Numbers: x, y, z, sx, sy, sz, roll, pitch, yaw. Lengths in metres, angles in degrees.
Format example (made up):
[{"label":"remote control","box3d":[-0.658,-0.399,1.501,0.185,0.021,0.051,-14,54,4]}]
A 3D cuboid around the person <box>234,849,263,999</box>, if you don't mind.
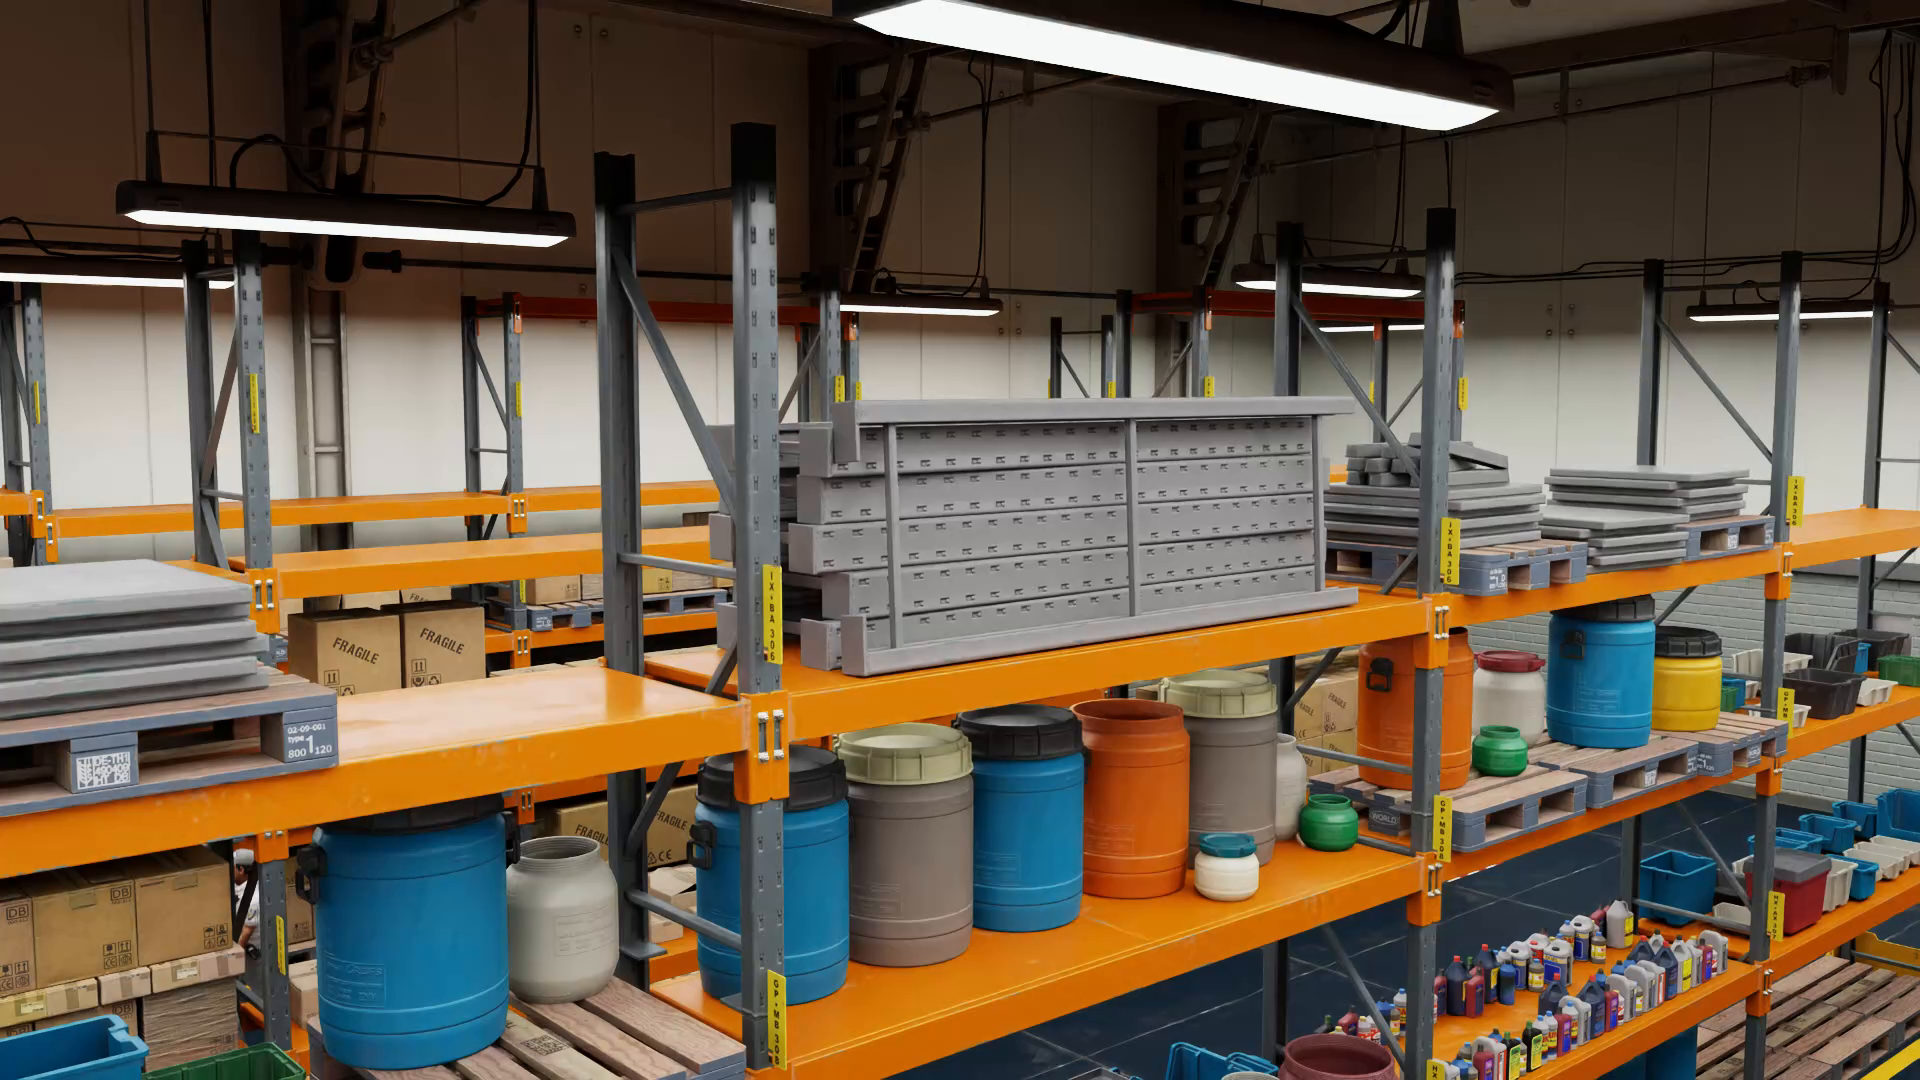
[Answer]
[{"label":"person","box3d":[-5.465,3.150,12.561,0.904,1.627,0.501,-4,7,-35]}]
